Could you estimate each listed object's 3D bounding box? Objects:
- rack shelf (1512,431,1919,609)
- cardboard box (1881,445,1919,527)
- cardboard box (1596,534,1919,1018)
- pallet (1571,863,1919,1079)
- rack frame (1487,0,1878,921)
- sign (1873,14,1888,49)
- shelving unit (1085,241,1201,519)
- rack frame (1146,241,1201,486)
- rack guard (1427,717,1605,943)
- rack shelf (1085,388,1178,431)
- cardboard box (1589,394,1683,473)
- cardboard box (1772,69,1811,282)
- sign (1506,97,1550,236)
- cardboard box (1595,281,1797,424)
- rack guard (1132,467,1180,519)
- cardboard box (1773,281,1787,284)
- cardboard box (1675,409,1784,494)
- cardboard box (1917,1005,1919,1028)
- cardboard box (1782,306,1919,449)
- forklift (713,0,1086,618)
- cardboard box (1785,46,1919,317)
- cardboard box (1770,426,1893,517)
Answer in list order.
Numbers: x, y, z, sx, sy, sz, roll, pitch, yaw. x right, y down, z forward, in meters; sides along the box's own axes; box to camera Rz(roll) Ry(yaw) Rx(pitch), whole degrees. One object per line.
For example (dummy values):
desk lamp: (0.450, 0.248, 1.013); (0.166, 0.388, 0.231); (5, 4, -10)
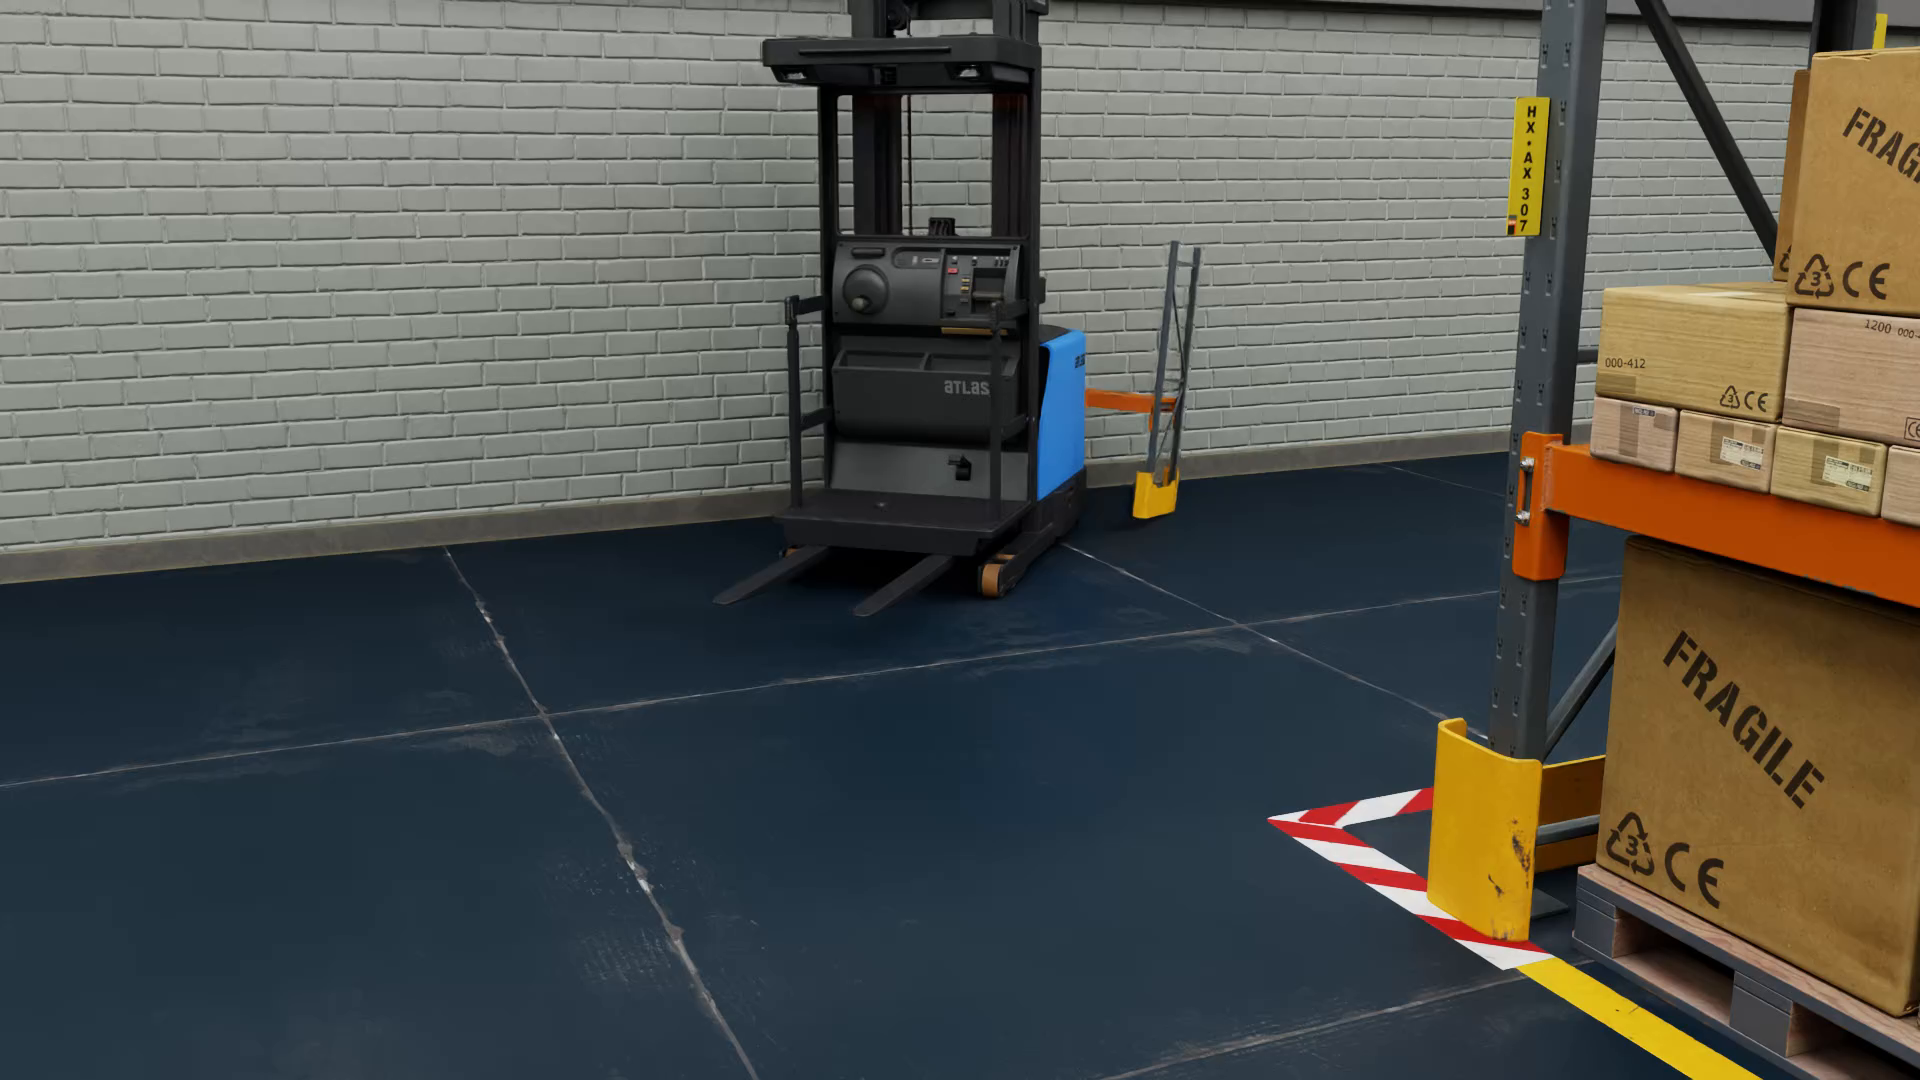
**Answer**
rack shelf: (2.684, 0.273, 2.632); (1.077, 0.370, 4.000); (-6, 14, -23)
cardboard box: (2.035, -0.105, 3.230); (0.380, 0.149, 0.250); (-6, 14, -24)
cardboard box: (2.213, 0.465, 3.988); (0.875, 0.875, 0.875); (-6, 14, -23)
pallet: (2.275, 1.026, 3.967); (1.003, 0.211, 1.213); (-6, 14, -23)
rack frame: (1.883, -0.490, 4.336); (1.000, 3.000, 0.127); (-6, 14, -23)
sign: (2.386, -1.216, 4.378); (0.100, 0.325, 0.005); (-6, 14, -23)
shelving unit: (0.704, -0.954, 9.430); (1.083, 1.500, 0.587); (9, 8, 23)
rack frame: (1.176, -0.883, 9.230); (0.032, 1.500, 0.500); (9, 8, 23)
rack guard: (1.873, 0.722, 4.639); (1.175, 0.500, 0.348); (-6, 14, -23)
rack shelf: (0.696, -0.775, 9.451); (1.000, 0.185, 0.538); (9, 8, 23)
cardboard box: (1.723, -0.265, 3.919); (0.380, 0.149, 0.250); (-5, 14, -22)
cardboard box: (2.319, -0.851, 3.903); (0.500, 0.500, 0.500); (-5, 14, -22)
sign: (1.372, -0.902, 4.018); (0.100, 0.325, 0.005); (-6, 14, -23)
cardboard box: (1.828, -0.439, 3.786); (0.500, 0.250, 0.500); (-6, 14, -24)
rack guard: (1.101, -0.269, 9.320); (0.087, 0.250, 0.587); (9, 8, 23)
cardboard box: (2.320, -0.486, 3.990); (0.500, 0.250, 0.500); (-6, 14, -24)
cardboard box: (1.827, -0.212, 3.690); (0.380, 0.149, 0.250); (-6, 14, -24)
cardboard box: (2.577, 0.653, 3.176); (0.875, 0.875, 0.875); (-6, 14, -23)
cardboard box: (2.042, -0.332, 3.324); (0.500, 0.250, 0.500); (-6, 14, -24)
forklift: (-0.230, -1.257, 7.801); (1.130, 2.935, 3.031); (4, 14, 17)
cardboard box: (2.028, -0.701, 3.255); (0.500, 0.500, 0.500); (-6, 14, -24)
cardboard box: (1.930, -0.159, 3.462); (0.380, 0.149, 0.250); (-6, 14, -24)
